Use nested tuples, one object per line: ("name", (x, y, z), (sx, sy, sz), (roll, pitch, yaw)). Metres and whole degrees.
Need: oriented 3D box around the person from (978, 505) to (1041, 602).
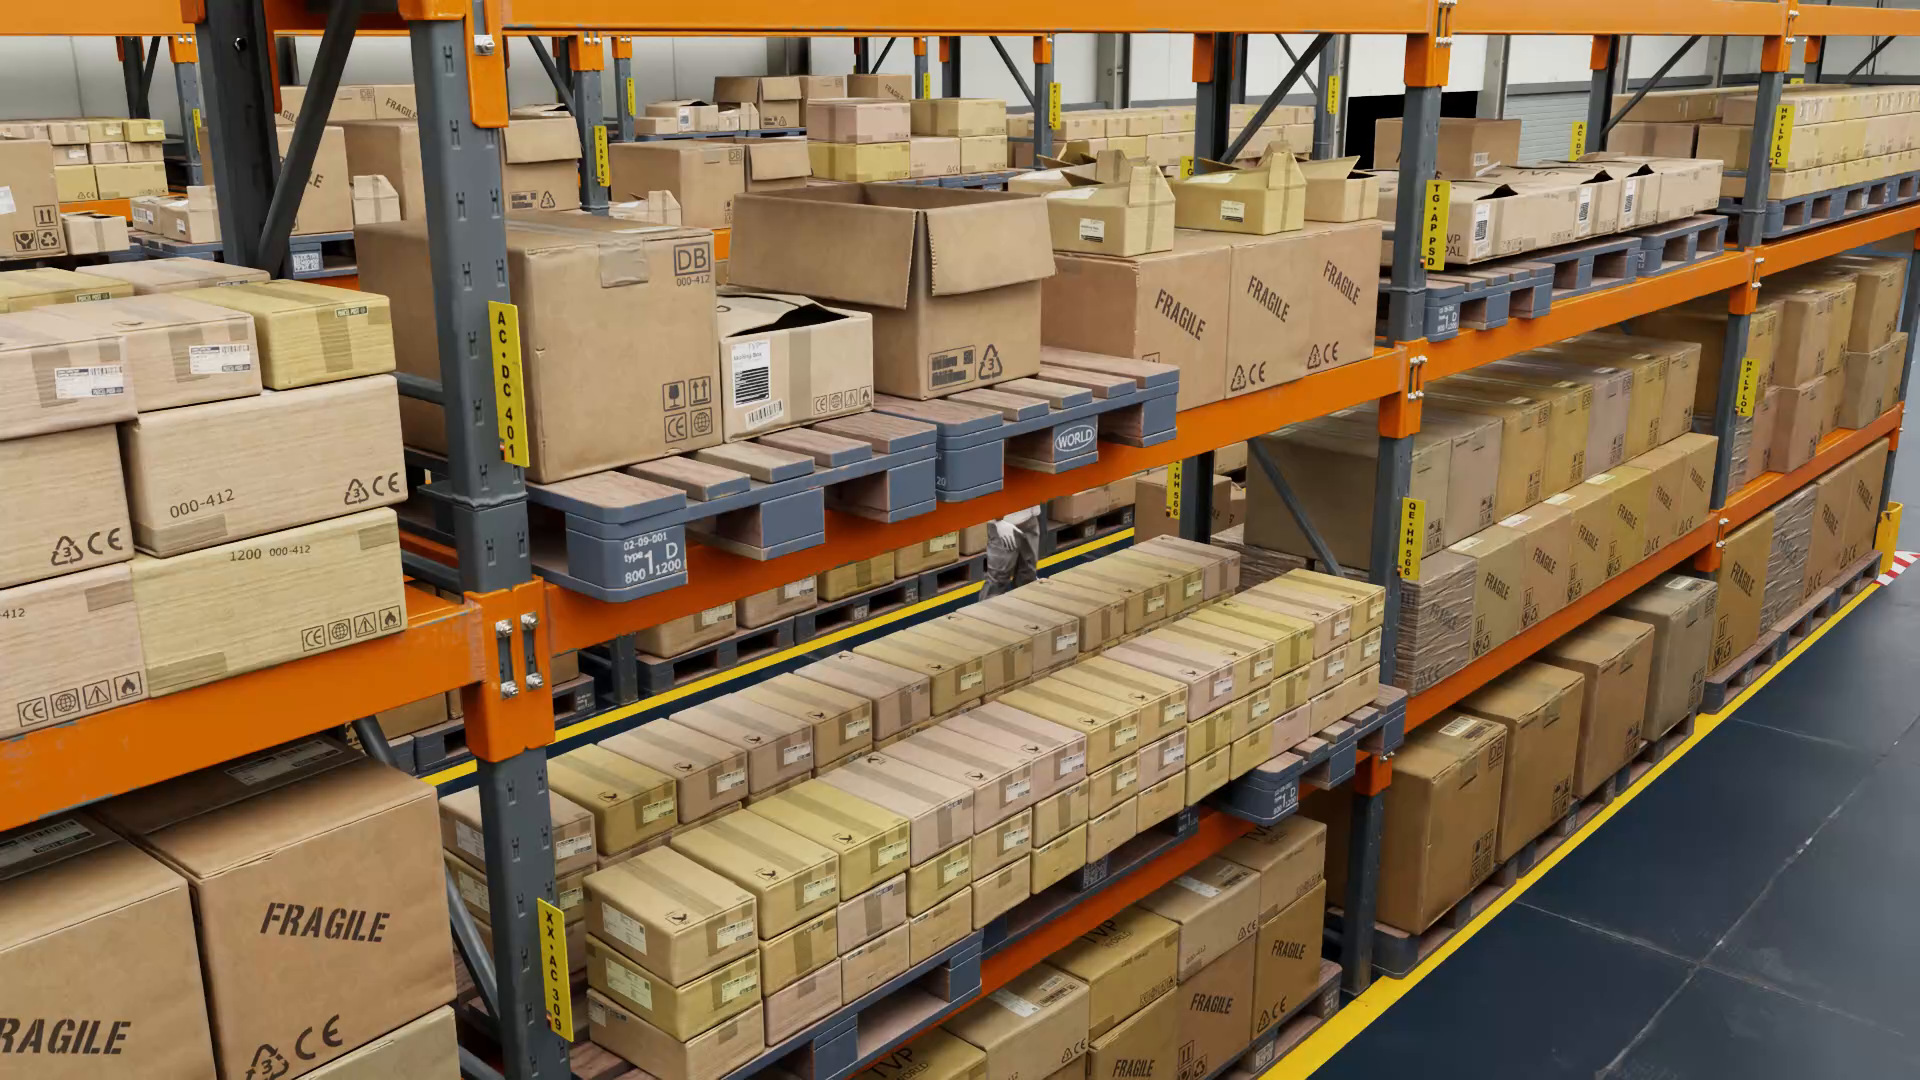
("person", (0.372, -0.126, 10.903), (0.506, 1.800, 0.570), (10, 20, 31))
